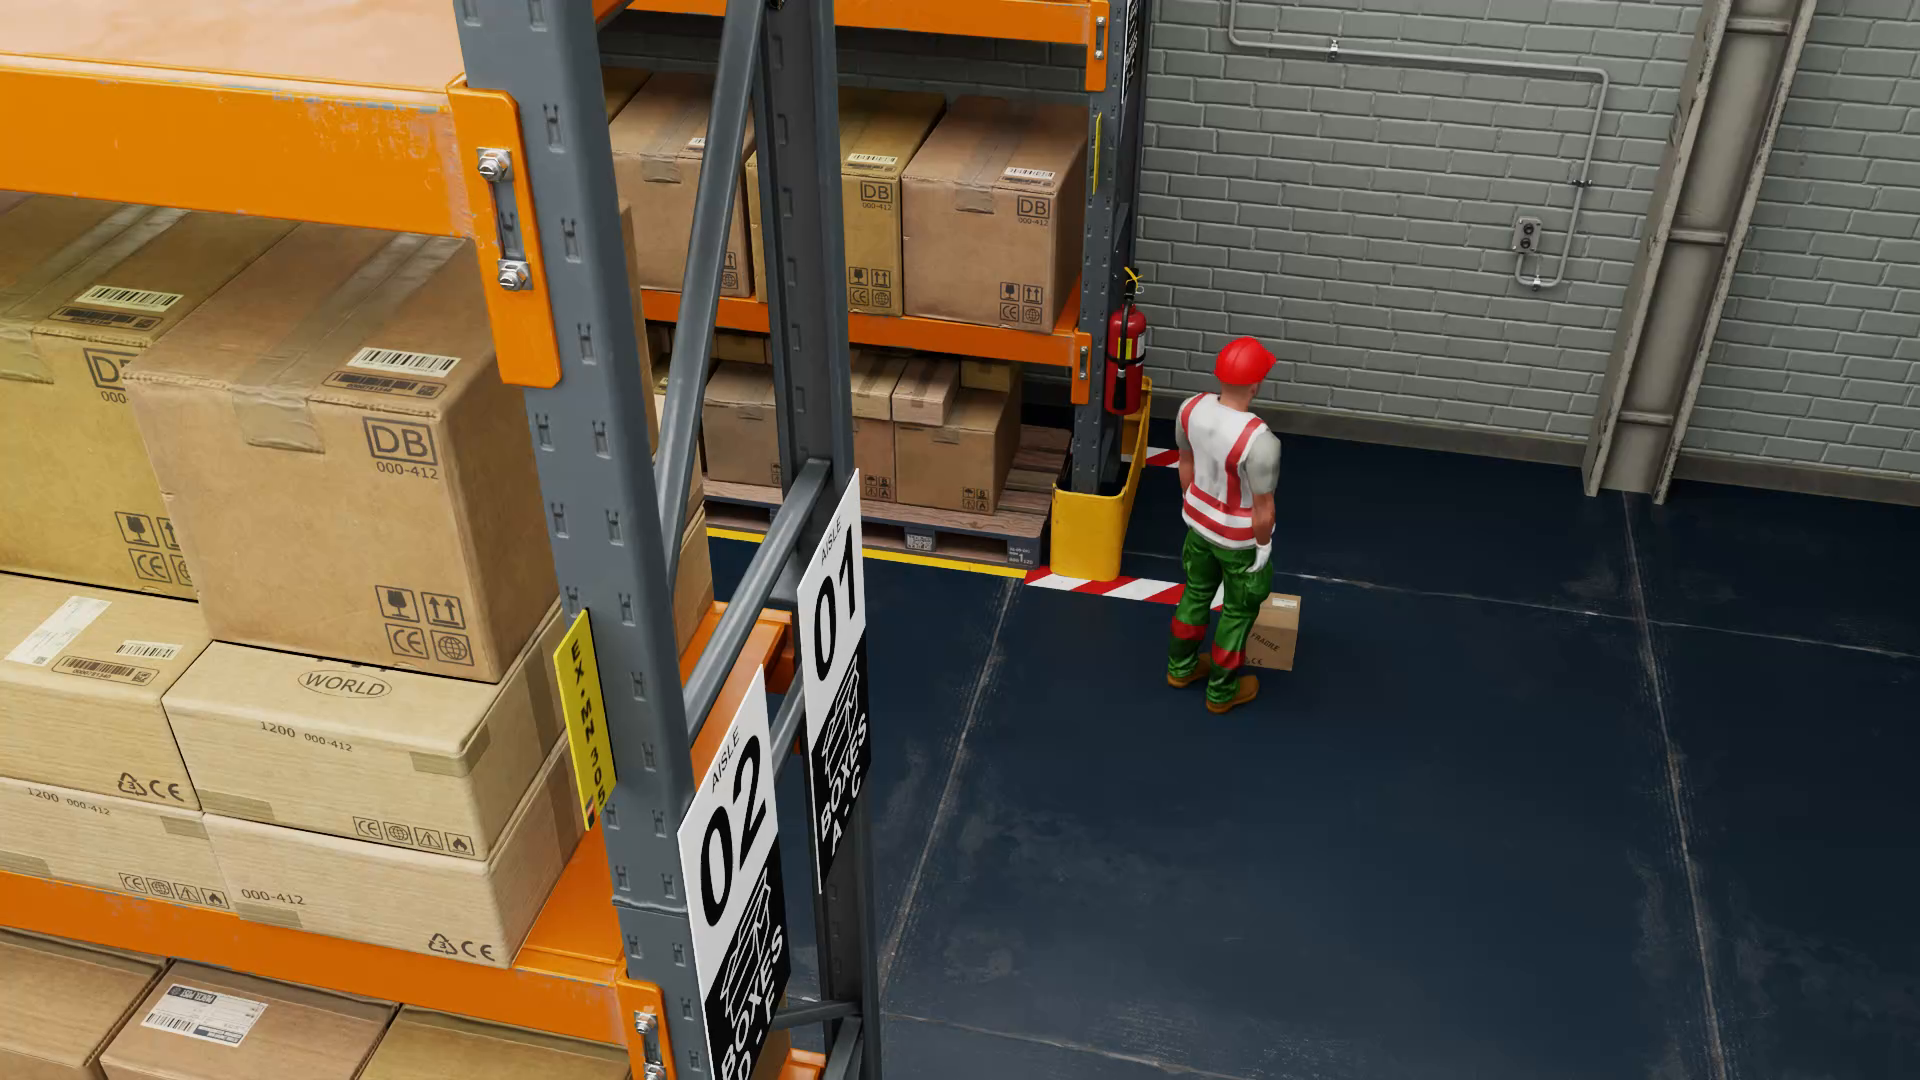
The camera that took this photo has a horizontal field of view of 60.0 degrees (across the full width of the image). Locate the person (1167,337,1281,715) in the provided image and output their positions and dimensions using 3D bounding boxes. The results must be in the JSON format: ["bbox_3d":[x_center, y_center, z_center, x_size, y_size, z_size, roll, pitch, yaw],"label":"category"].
[{"bbox_3d":[1.124,-0.057,7.037,0.344,1.794,0.526,-25,43,-30],"label":"person"}]
